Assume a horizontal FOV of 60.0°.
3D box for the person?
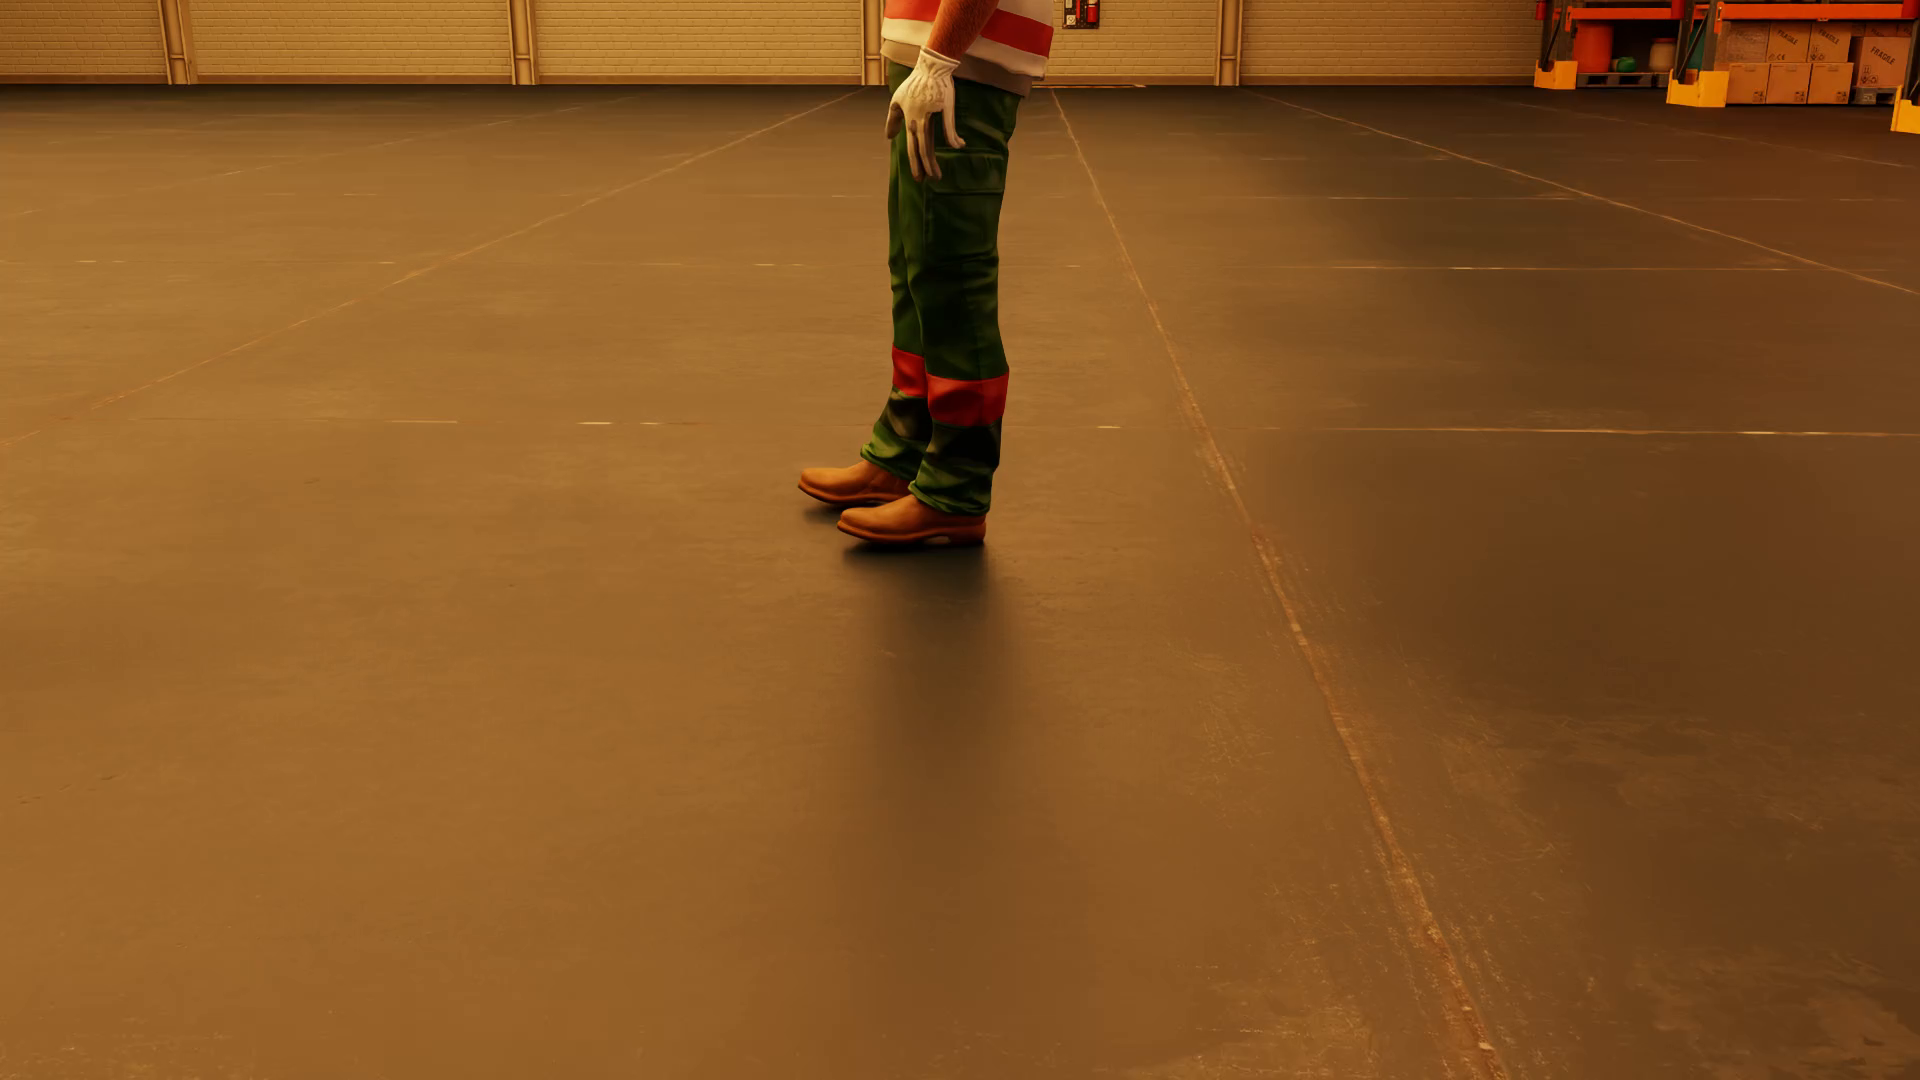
[{"bbox_3d":[-0.080,-0.866,3.118,0.562,1.790,0.637,1,17,2],"label":"person"}]
